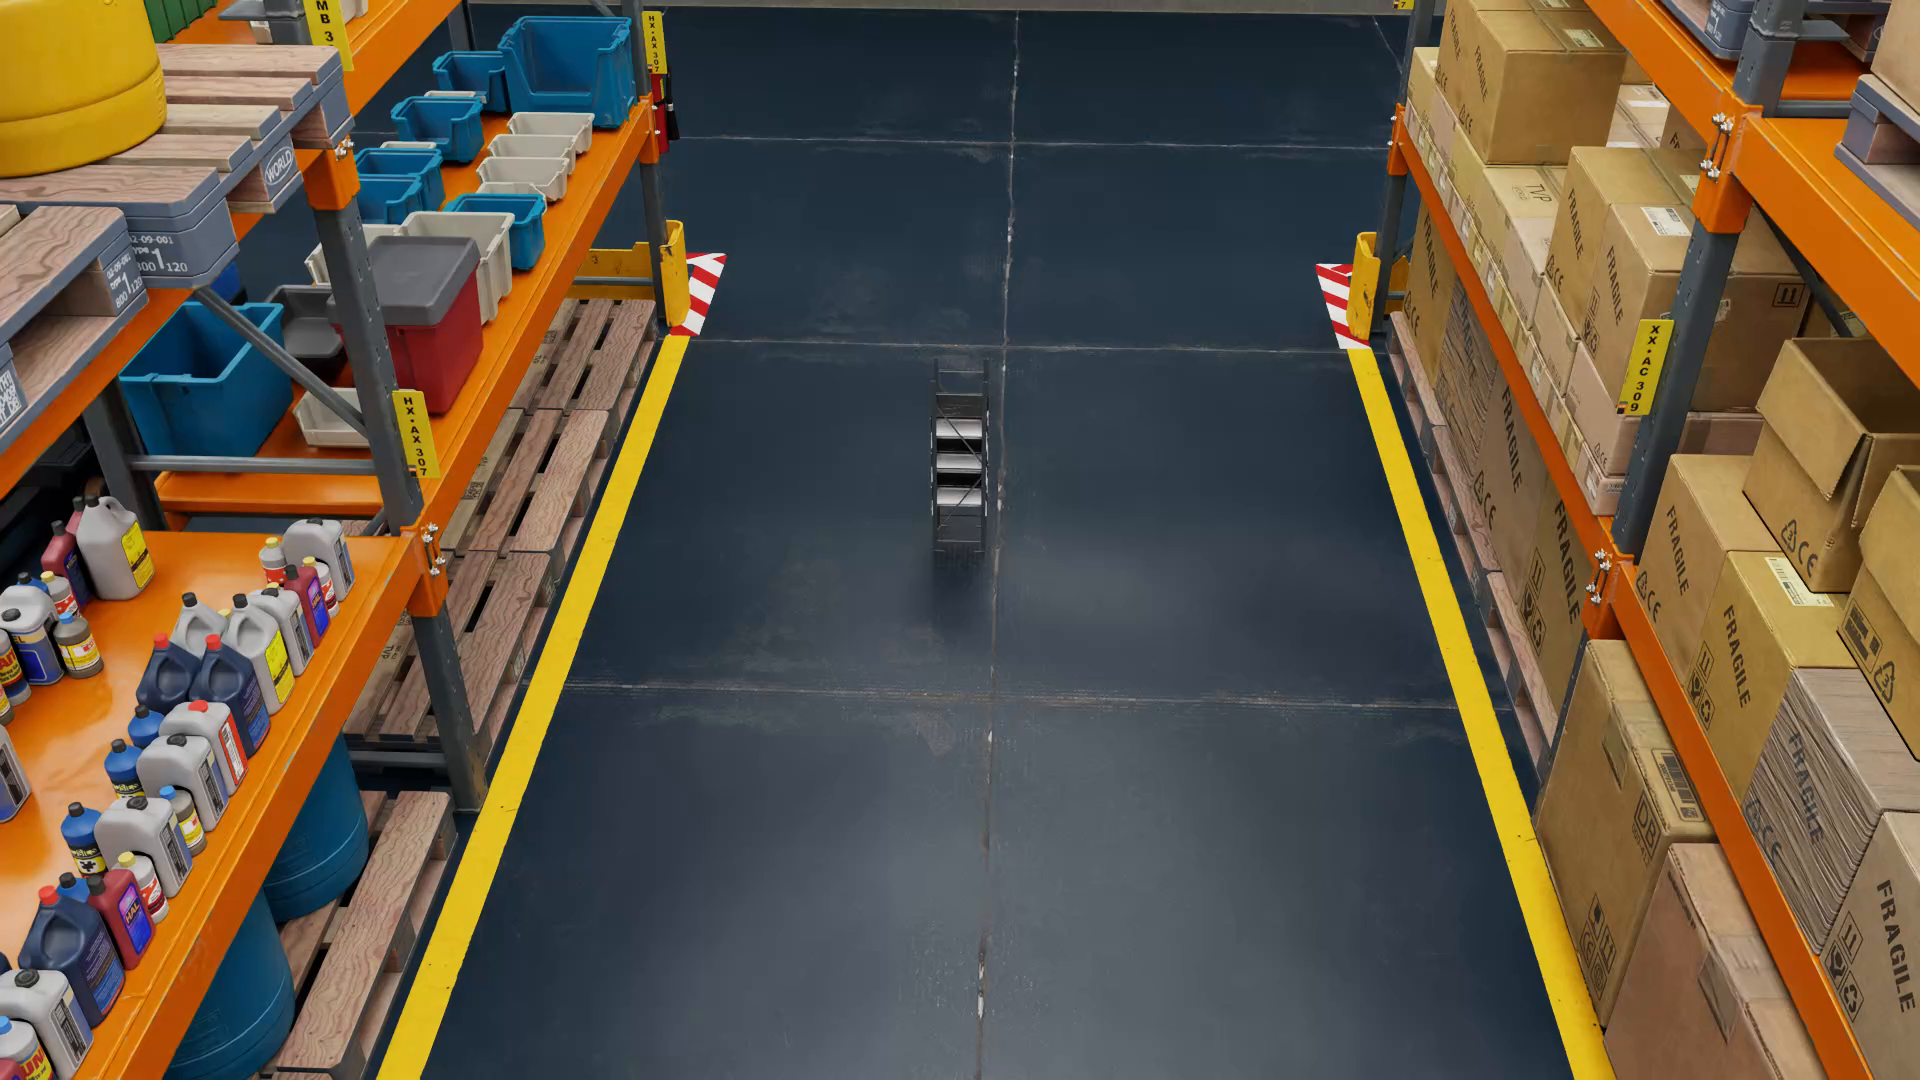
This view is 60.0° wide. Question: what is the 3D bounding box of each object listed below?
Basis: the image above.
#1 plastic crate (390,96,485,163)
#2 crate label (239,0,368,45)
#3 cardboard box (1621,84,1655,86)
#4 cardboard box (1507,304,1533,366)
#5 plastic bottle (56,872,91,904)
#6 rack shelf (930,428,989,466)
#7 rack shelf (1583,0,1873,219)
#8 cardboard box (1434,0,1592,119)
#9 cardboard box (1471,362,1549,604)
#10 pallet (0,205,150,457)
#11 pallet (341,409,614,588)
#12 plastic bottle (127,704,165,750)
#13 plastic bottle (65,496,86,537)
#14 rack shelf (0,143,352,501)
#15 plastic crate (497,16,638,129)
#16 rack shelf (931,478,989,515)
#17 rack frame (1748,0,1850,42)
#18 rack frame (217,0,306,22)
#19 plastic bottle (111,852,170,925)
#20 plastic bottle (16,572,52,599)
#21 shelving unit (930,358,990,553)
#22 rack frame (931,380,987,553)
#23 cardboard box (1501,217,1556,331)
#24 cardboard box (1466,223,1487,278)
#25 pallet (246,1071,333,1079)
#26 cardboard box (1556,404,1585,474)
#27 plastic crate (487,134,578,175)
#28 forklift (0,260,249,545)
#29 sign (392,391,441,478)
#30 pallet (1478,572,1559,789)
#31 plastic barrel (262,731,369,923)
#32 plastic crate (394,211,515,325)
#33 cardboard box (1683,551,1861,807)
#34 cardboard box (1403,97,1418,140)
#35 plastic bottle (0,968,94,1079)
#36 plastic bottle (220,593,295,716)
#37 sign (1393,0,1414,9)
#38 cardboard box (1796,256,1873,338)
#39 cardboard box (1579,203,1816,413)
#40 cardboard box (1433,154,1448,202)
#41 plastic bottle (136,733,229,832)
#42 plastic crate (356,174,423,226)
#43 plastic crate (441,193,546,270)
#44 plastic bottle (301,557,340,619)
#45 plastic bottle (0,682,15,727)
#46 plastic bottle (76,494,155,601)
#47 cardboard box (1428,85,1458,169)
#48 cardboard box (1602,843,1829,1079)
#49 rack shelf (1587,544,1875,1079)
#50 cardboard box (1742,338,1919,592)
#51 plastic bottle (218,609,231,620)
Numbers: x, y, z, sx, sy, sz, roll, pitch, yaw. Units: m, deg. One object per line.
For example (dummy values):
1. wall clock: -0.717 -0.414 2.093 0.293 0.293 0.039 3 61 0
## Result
1. plastic crate: -2.513 -1.982 8.054 0.416 0.233 0.300 1 35 2
2. crate label: -2.000 -1.634 5.086 0.293 0.136 0.466 1 35 2
3. cardboard box: 3.047 -2.199 8.142 0.500 0.250 0.500 1 35 1
4. cardboard box: 2.366 -0.797 6.493 0.380 0.149 0.250 2 35 3
5. plastic bottle: -2.095 0.899 3.973 0.097 0.271 0.097 0 35 0
6. rack shelf: 0.000 -0.419 7.465 0.258 0.077 0.200 1 35 2
7. rack shelf: 2.721 -2.207 6.299 1.077 0.370 4.000 1 35 2
8. cardboard box: 2.492 -2.234 7.540 0.500 0.500 0.500 1 35 1
9. cardboard box: 2.783 -0.322 7.083 0.875 0.875 0.875 1 35 2
10. pallet: -2.285 -0.286 3.103 1.003 0.211 1.213 1 35 2
11. pallet: -2.272 -0.225 7.887 1.003 0.211 1.213 1 35 2
12. plastic bottle: -2.162 0.554 4.465 0.097 0.271 0.097 0 35 0
13. plastic bottle: -2.750 0.009 5.230 0.061 0.283 0.133 1 35 2
14. rack shelf: -2.389 -0.024 3.192 1.077 0.370 4.000 1 35 2
15. plastic crate: -1.975 -2.380 8.445 0.616 0.435 0.499 1 35 2
16. rack shelf: 0.000 -0.198 7.621 0.258 0.077 0.200 1 35 2
17. rack frame: 2.640 -2.580 3.595 1.000 3.000 0.127 1 35 2
18. rack frame: -2.309 -2.694 3.758 1.000 3.000 0.127 1 35 2
19. plastic bottle: -2.028 0.853 4.101 0.097 0.201 0.097 0 35 0
20. plastic bottle: -2.745 0.213 4.950 0.097 0.271 0.097 0 35 0
21. shelving unit: 0.000 -0.373 7.498 0.258 0.900 0.210 1 35 2
22. rack frame: -0.004 -0.314 7.415 0.240 0.900 0.006 1 35 2
23. cardboard box: 2.434 -1.036 6.487 0.500 0.250 0.500 2 35 3
24. cardboard box: 2.397 -1.241 7.125 0.380 0.149 0.250 0 35 1
25. pallet: -2.428 2.046 4.655 1.003 0.211 1.213 1 35 2
26. cardboard box: 2.335 -0.354 5.863 0.380 0.149 0.250 2 35 3
27. plastic crate: -2.026 -1.816 7.902 0.396 0.136 0.243 1 35 2
28. forklift: -4.572 -1.539 7.391 1.130 2.935 3.031 2 35 3
29. sign: -1.759 -0.339 5.383 0.100 0.325 0.005 1 35 2
30. pallet: 2.749 0.580 6.741 1.003 0.211 1.213 1 35 2
31. plastic barrel: -2.348 0.759 5.521 0.600 0.901 0.708 1 35 2
32. plastic crate: -2.063 -1.089 6.742 0.437 0.282 0.530 1 35 2
33. cardboard box: 2.353 0.381 4.512 0.500 0.500 0.500 1 35 2
34. cardboard box: 2.457 -2.124 8.383 0.380 0.149 0.250 2 35 2
35. plastic bottle: -2.073 1.071 3.725 0.152 0.276 0.135 1 35 2
36. plastic bottle: -2.019 0.316 4.735 0.144 0.351 0.185 1 35 2
37. sign: 2.247 -2.826 8.341 0.100 0.325 0.005 1 35 2
38. cardboard box: 2.915 -0.762 5.445 0.500 0.500 0.500 1 35 2
39. cardboard box: 2.392 -0.763 5.446 0.500 0.500 0.500 2 35 3
40. cardboard box: 2.429 -1.680 7.750 0.380 0.149 0.250 1 35 1
41. plastic bottle: -2.042 0.622 4.365 0.152 0.276 0.135 1 35 2
42. plastic crate: -2.552 -1.431 7.271 0.416 0.233 0.300 1 35 2
43. plastic crate: -1.974 -1.308 7.096 0.416 0.233 0.300 1 35 2
44. plastic bottle: -1.979 0.143 5.111 0.097 0.201 0.097 0 35 0
45. plastic bottle: -2.759 0.431 4.701 0.097 0.201 0.097 0 35 0
46. plastic bottle: -2.648 -0.002 5.187 0.144 0.351 0.185 1 35 2
47. cardboard box: 2.498 -1.916 7.739 0.500 0.250 0.500 1 35 1
48. cardboard box: 2.600 1.454 4.556 1.225 0.875 0.875 0 35 0
49. rack shelf: 2.560 1.318 3.892 1.077 0.370 4.000 1 35 2
50. cardboard box: 2.623 -0.210 4.480 0.797 0.503 0.637 0 35 1
51. plastic bottle: -2.142 0.293 4.897 0.097 0.201 0.097 0 35 0
